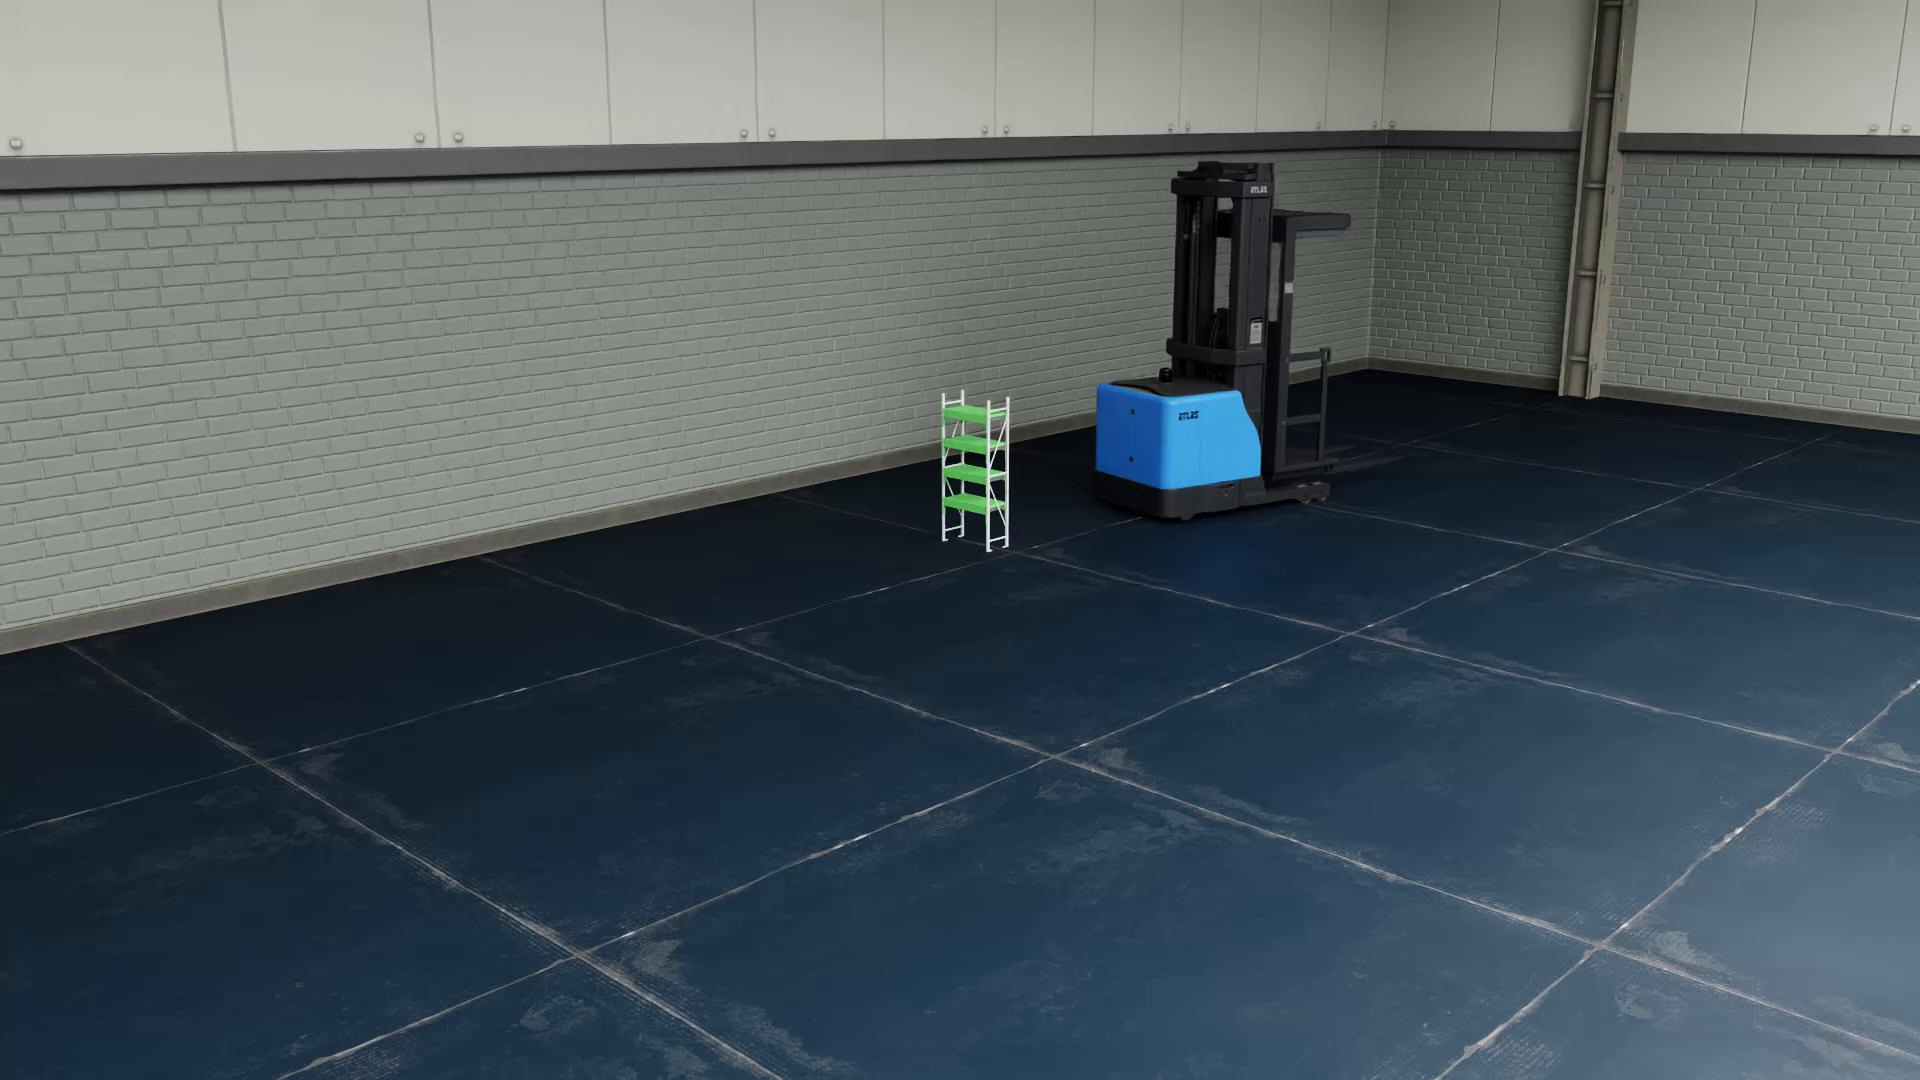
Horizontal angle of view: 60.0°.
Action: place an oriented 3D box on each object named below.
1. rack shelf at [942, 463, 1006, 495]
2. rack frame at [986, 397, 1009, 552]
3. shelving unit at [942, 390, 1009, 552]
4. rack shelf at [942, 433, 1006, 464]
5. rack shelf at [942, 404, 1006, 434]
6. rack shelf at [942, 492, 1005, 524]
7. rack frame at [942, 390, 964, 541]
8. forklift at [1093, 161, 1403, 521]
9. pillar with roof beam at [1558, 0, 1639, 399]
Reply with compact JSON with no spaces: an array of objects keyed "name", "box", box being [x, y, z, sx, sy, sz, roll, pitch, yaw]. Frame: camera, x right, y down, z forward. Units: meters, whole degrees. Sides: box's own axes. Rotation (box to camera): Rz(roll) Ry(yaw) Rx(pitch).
[{"name":"rack shelf","box":[0.119,-0.490,13.186,0.480,0.148,0.258,14,20,42]},{"name":"rack frame","box":[0.295,-0.509,13.006,0.015,1.200,0.240,14,20,42]},{"name":"shelving unit","box":[0.119,-0.552,13.170,0.503,1.200,0.258,14,20,42]},{"name":"rack shelf","box":[0.119,-0.722,13.125,0.480,0.148,0.258,14,20,42]},{"name":"rack shelf","box":[0.119,-0.954,13.065,0.480,0.148,0.258,14,20,42]},{"name":"rack shelf","box":[0.119,-0.258,13.246,0.480,0.148,0.258,14,20,42]},{"name":"rack frame","box":[-0.056,-0.594,13.334,0.015,1.200,0.240,14,20,42]},{"name":"forklift","box":[2.686,-1.840,14.681,3.031,2.935,1.130,-9,17,-32]},{"name":"pillar with roof beam","box":[4.509,-5.322,16.012,0.400,9.000,9.100,14,20,42]}]
